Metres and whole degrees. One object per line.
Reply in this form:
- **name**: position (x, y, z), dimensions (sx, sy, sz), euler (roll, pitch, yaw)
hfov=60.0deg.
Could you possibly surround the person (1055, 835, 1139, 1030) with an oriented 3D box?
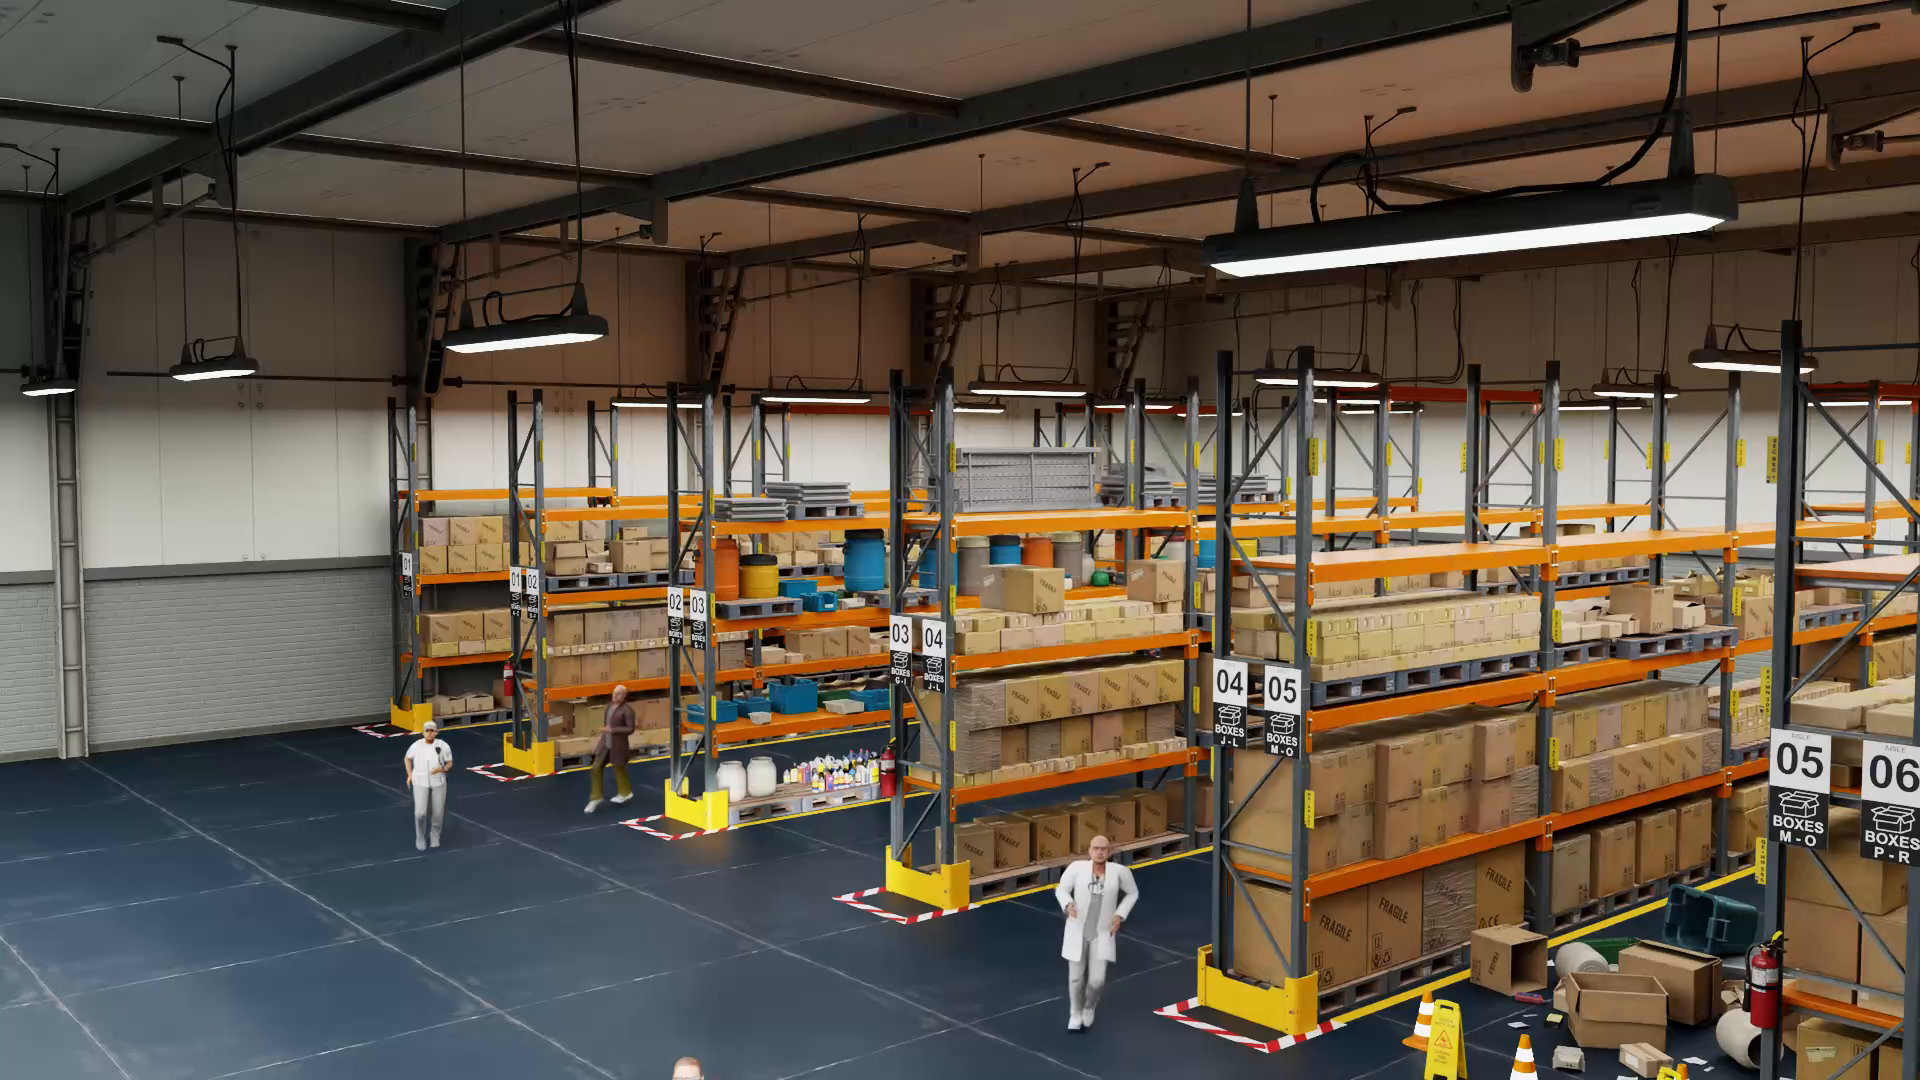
- **person**: position (1.181, 3.449, 14.519), dimensions (0.722, 1.734, 0.659), euler (1, 3, 10)

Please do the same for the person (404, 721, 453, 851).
- **person**: position (-6.708, 3.109, 21.017), dimensions (0.586, 1.640, 0.634), euler (-1, 4, -18)

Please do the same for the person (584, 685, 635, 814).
- **person**: position (-4.802, 2.920, 23.404), dimensions (0.678, 1.801, 0.848), euler (2, 4, 27)

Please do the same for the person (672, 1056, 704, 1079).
- **person**: position (-1.524, 3.772, 9.278), dimensions (0.642, 1.802, 0.796), euler (-1, 3, -12)
